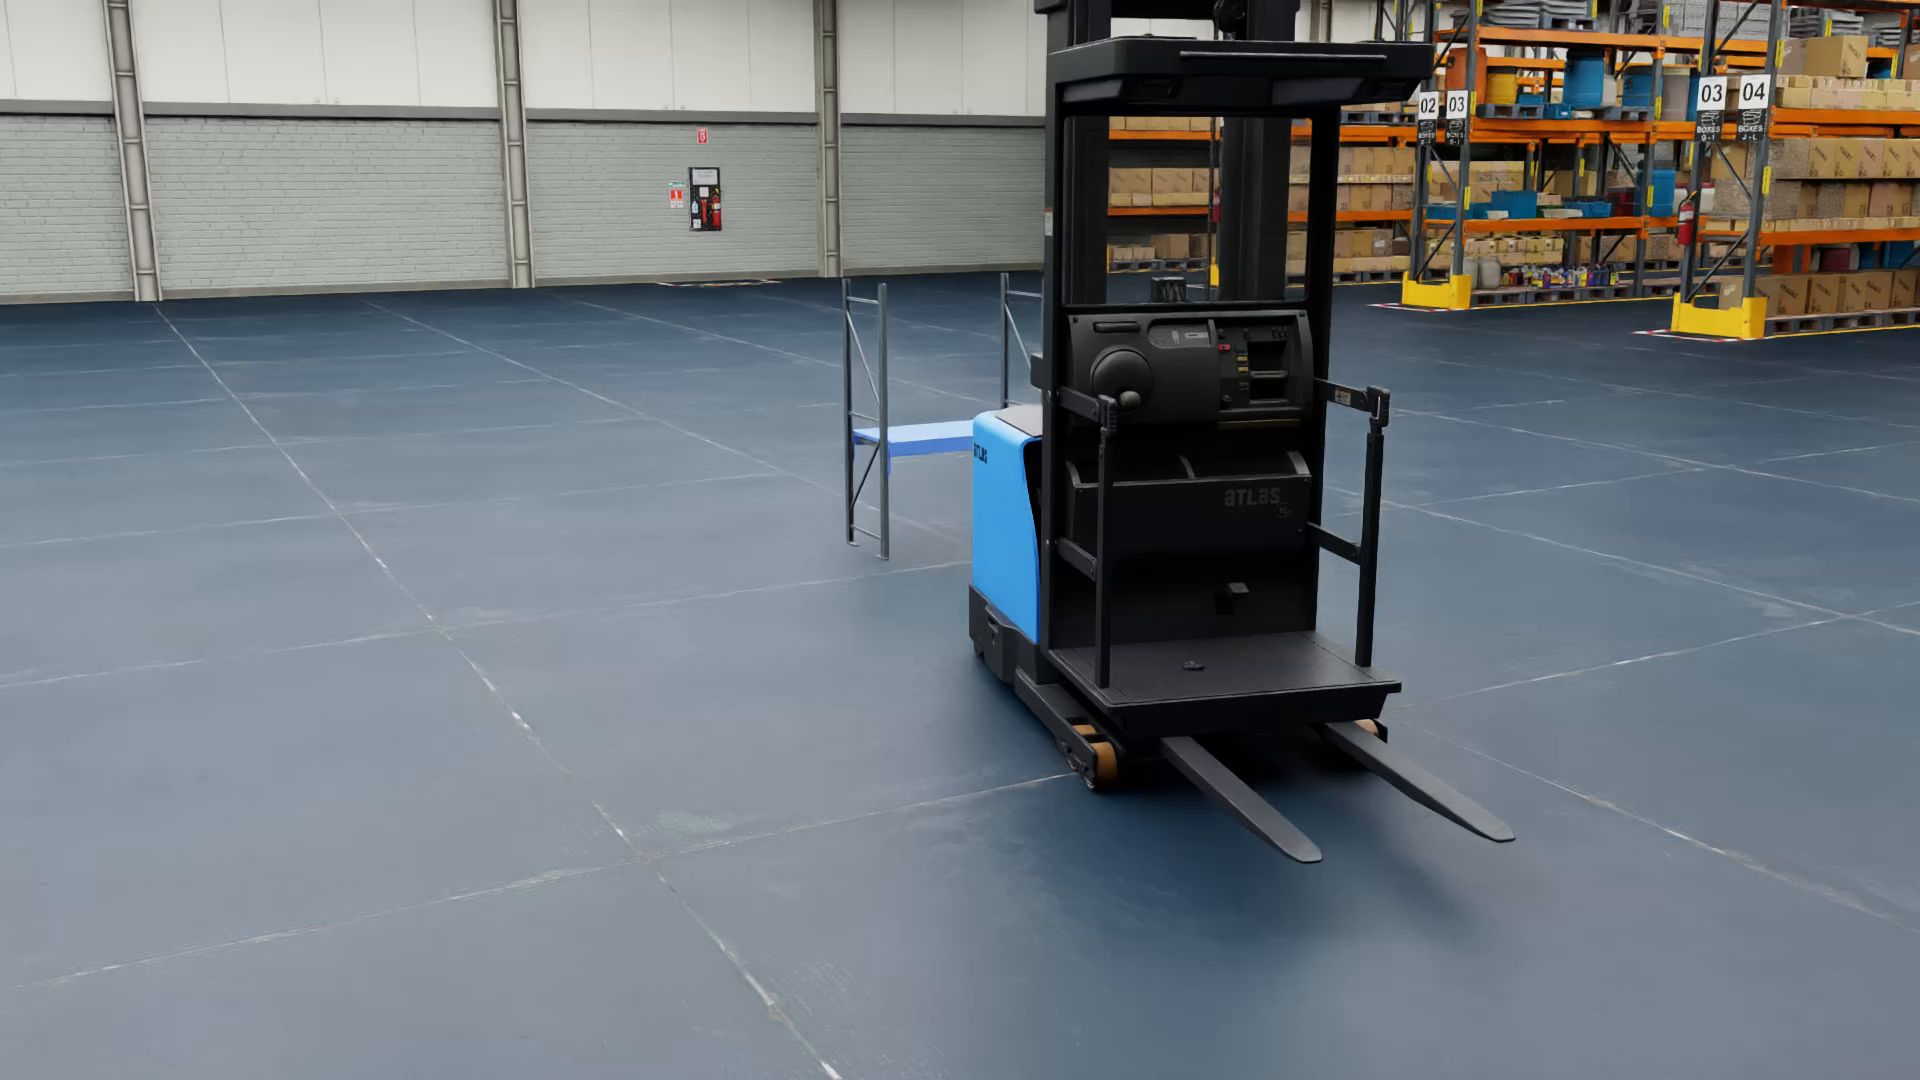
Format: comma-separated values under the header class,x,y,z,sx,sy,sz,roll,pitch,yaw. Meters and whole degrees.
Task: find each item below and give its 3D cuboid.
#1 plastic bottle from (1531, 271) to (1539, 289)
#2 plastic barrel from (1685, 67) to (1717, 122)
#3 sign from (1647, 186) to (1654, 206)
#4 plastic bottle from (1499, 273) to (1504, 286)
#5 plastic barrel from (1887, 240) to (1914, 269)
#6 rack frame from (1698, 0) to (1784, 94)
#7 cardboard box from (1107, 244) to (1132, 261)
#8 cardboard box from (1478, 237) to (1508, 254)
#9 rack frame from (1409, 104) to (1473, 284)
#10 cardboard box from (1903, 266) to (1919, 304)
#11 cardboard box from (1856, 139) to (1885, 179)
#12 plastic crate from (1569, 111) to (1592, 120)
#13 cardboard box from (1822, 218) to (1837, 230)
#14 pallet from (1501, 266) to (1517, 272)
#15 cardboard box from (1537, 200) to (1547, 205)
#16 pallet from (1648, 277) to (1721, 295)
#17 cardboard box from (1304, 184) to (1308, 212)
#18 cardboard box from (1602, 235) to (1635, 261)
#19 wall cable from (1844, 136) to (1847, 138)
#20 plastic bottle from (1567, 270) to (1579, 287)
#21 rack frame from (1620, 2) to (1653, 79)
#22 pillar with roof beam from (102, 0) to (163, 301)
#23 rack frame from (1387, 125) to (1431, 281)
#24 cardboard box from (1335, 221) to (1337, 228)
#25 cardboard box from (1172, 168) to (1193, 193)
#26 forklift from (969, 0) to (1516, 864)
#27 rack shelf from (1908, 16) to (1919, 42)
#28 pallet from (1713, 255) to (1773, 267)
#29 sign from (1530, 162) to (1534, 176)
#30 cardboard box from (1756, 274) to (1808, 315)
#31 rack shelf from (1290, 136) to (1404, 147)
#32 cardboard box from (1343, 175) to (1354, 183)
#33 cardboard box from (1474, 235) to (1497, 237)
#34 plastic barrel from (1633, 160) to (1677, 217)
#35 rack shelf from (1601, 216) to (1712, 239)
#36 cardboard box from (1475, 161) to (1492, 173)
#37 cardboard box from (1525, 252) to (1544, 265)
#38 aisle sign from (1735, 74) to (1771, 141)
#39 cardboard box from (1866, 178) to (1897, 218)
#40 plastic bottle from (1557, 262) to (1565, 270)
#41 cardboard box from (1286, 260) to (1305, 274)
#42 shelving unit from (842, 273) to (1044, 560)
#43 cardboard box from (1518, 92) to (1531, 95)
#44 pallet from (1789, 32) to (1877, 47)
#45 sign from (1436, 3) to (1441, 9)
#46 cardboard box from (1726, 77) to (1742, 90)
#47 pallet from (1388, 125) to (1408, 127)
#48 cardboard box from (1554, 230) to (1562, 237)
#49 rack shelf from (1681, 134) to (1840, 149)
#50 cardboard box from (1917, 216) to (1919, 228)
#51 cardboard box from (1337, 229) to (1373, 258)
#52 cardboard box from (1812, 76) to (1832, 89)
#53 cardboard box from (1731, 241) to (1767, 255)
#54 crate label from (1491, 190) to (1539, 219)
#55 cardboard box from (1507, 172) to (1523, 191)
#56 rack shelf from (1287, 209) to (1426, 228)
class,x,y,z,sx,sy,sz,roll,pitch,yaw
plastic bottle,9.036,-4.079,26.114,0.097,0.271,0.097,0,13,0
plastic barrel,12.297,-7.426,27.802,0.708,0.901,0.600,-7,14,-28
sign,11.060,-5.513,26.645,0.005,0.325,0.100,-7,14,-28
plastic bottle,8.697,-4.192,26.775,0.097,0.201,0.097,0,13,0
plastic barrel,17.343,-5.454,30.836,0.708,0.901,0.600,-7,14,-28
rack frame,9.669,-7.037,20.382,0.127,3.000,1.000,-7,14,-28
cardboard box,3.199,-5.932,34.259,0.500,0.311,0.500,-9,15,-34
cardboard box,10.267,-5.735,32.289,0.500,0.311,0.500,-6,14,-26
rack frame,7.295,-5.065,25.282,0.127,3.000,1.000,-7,14,-28
cardboard box,13.729,-3.587,23.405,0.500,0.500,0.700,-8,15,-32
cardboard box,11.598,-4.955,21.612,0.500,0.500,0.500,-7,14,-28
plastic crate,9.591,-6.573,25.755,0.396,0.136,0.243,-7,14,-28
cardboard box,11.127,-4.104,21.587,0.250,0.149,0.380,-7,14,-28
pallet,10.136,-5.294,32.653,1.213,0.211,1.003,-7,14,-28
cardboard box,11.290,-6.591,32.635,0.250,0.149,0.380,-7,14,-28
pallet,12.549,-4.344,28.432,1.213,0.211,1.003,-7,14,-28
cardboard box,6.238,-6.222,30.198,0.500,0.500,0.700,-7,14,-27
cardboard box,13.383,-5.957,33.939,0.500,0.500,0.500,-7,14,-29
wall cable,21.728,-10.595,43.265,0.112,2.526,3.097,-7,14,-28
plastic bottle,9.783,-4.177,26.541,0.135,0.276,0.152,-7,14,-27
rack frame,16.592,-11.584,40.586,0.127,3.000,1.000,-7,14,-28
pillar with roof beam,-10.988,-7.418,22.074,0.400,9.000,9.100,-7,14,-28
rack frame,8.436,-6.440,31.395,0.127,3.000,1.000,-7,14,-28
cardboard box,7.984,-6.988,36.810,0.500,0.250,0.500,-7,14,-28
cardboard box,4.454,-7.428,34.373,0.500,0.500,0.500,-6,14,-26
forklift,0.901,-0.658,5.856,1.130,2.935,3.031,-3,13,-14
rack shelf,14.935,-7.122,23.309,4.000,0.370,1.077,-7,14,-28
pallet,17.134,-6.123,36.335,1.213,0.211,1.003,-7,14,-28
sign,13.350,-8.659,38.796,0.005,0.325,0.100,-7,14,-28
cardboard box,10.733,-3.227,21.855,0.500,0.500,0.500,-3,13,-13
rack shelf,7.815,-8.718,36.320,4.000,0.370,1.077,-7,14,-28
cardboard box,6.953,-6.574,30.283,0.250,0.149,0.380,-6,14,-26
cardboard box,10.441,-5.890,32.976,0.500,0.311,0.500,-7,15,-29
plastic barrel,11.291,-5.712,27.018,0.708,0.901,0.600,-7,14,-28
rack shelf,12.562,-5.345,28.166,4.000,0.370,1.077,-7,14,-28
cardboard box,11.893,-8.602,38.340,0.500,0.250,0.500,-7,14,-27
cardboard box,11.152,-5.567,32.822,0.500,0.250,0.500,-7,14,-29
aisle sign,9.758,-5.314,20.469,0.004,0.787,0.394,-7,14,-28
cardboard box,11.909,-4.572,22.186,0.500,0.500,0.875,-7,14,-28
plastic bottle,9.899,-4.403,27.372,0.185,0.351,0.144,-6,14,-26
cardboard box,5.940,-4.950,30.078,0.500,0.250,0.500,-7,14,-28
shelving unit,-0.075,-0.723,9.405,1.048,1.500,0.538,-7,14,-28
cardboard box,13.583,-10.364,39.449,0.500,0.500,0.500,-7,14,-28
pallet,14.965,-8.616,28.738,1.003,0.211,1.213,-7,14,-28
sign,8.681,-9.791,30.130,0.005,0.325,0.100,-7,14,-28
cardboard box,9.763,-5.784,21.081,0.250,0.149,0.380,-7,14,-28
pallet,10.110,-9.265,37.543,1.003,0.211,1.213,-6,14,-25
cardboard box,14.229,-7.333,40.097,0.500,0.500,0.700,-7,14,-28
rack shelf,17.214,-8.605,35.819,4.000,0.370,1.077,-7,14,-28
cardboard box,12.908,-4.305,22.477,0.250,0.149,0.380,-7,14,-28
cardboard box,7.252,-5.475,30.704,0.500,0.500,0.500,-7,14,-28
cardboard box,10.731,-5.753,20.943,0.250,0.149,0.380,-6,14,-26
cardboard box,17.105,-6.477,36.243,0.637,0.503,0.797,-7,14,-28
crate label,8.781,-5.328,26.370,0.616,0.435,0.502,-7,14,-28
cardboard box,12.797,-8.343,38.897,0.500,0.500,0.500,-7,15,-29
rack shelf,6.681,-5.879,30.539,4.000,0.370,1.077,-7,14,-28
